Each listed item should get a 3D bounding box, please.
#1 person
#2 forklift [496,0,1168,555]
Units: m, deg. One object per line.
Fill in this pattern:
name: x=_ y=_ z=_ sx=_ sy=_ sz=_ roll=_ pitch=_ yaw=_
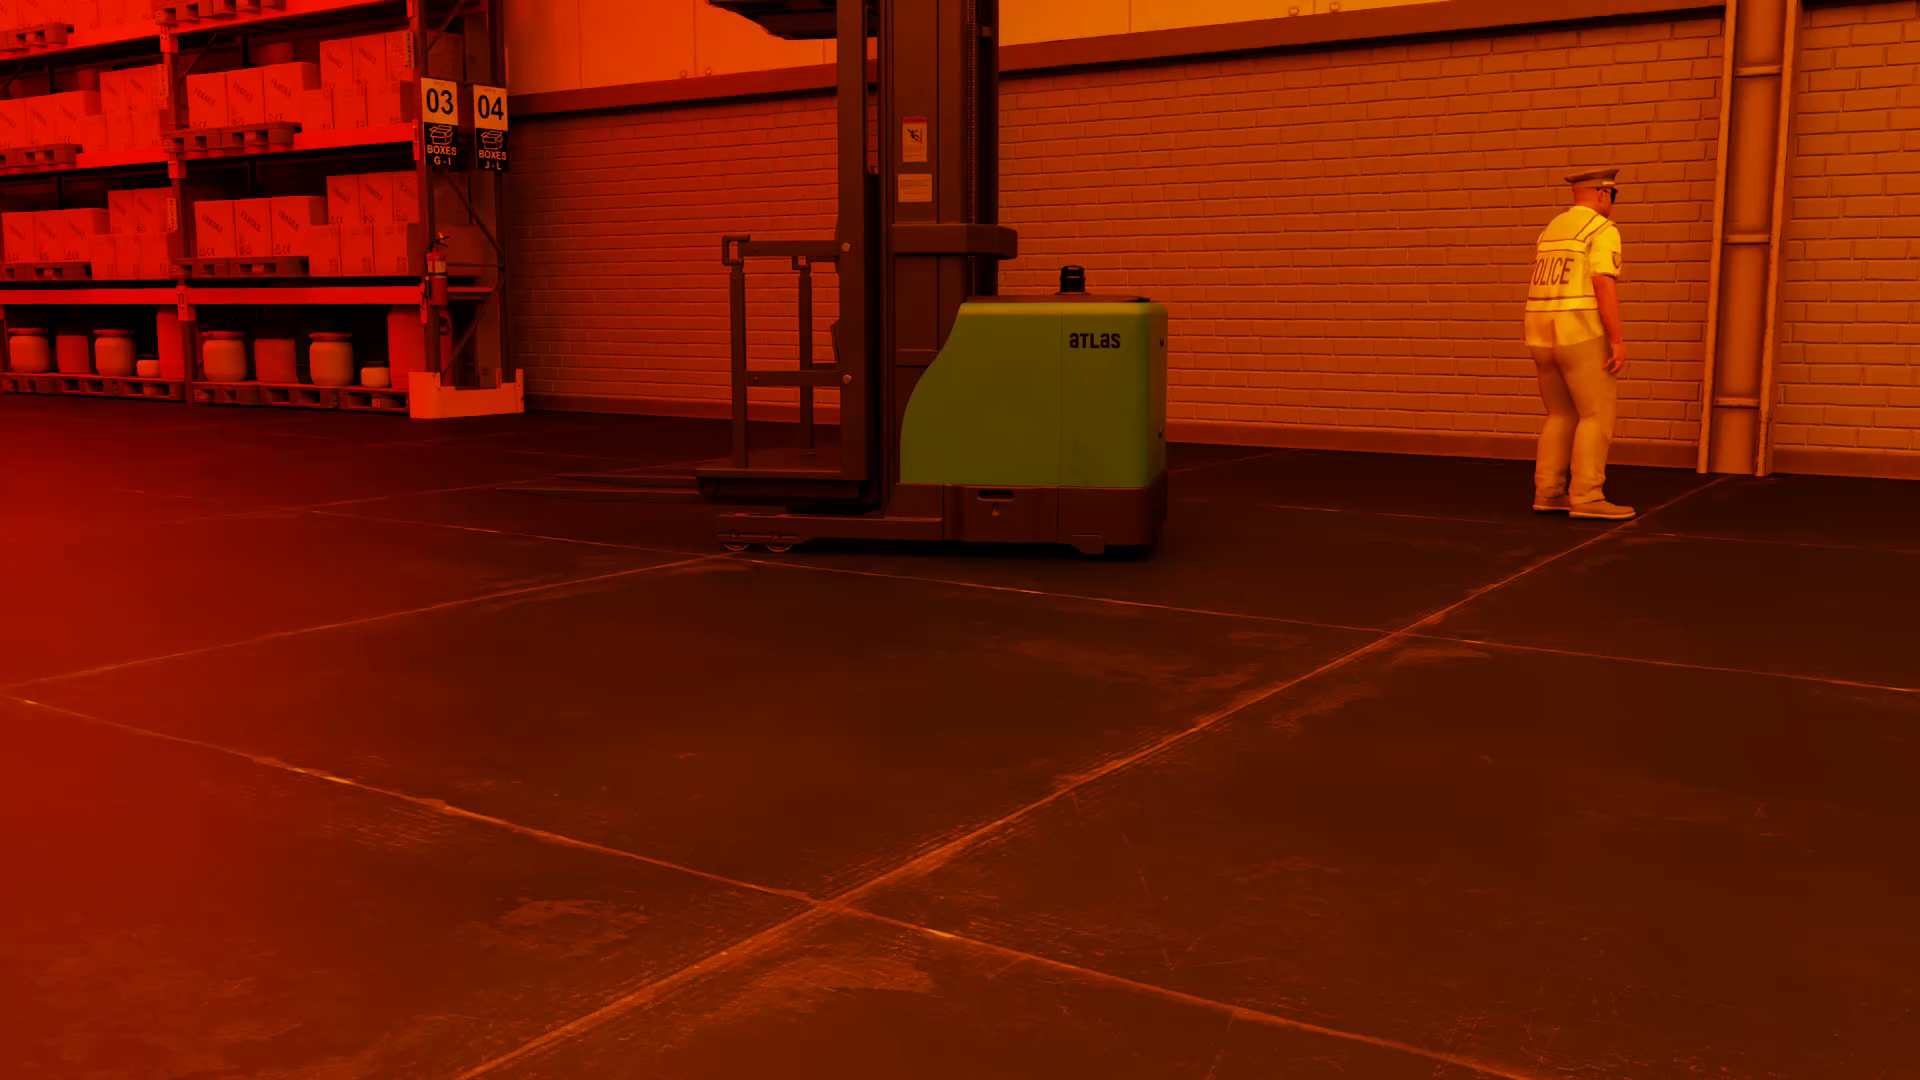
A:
person: x=3.111 y=-0.997 z=8.403 sx=0.443 sy=1.747 sz=0.605 roll=-3 pitch=9 yaw=-18
forklift: x=-0.596 y=-1.469 z=7.520 sx=3.031 sy=2.935 sz=1.130 roll=2 pitch=8 yaw=12
